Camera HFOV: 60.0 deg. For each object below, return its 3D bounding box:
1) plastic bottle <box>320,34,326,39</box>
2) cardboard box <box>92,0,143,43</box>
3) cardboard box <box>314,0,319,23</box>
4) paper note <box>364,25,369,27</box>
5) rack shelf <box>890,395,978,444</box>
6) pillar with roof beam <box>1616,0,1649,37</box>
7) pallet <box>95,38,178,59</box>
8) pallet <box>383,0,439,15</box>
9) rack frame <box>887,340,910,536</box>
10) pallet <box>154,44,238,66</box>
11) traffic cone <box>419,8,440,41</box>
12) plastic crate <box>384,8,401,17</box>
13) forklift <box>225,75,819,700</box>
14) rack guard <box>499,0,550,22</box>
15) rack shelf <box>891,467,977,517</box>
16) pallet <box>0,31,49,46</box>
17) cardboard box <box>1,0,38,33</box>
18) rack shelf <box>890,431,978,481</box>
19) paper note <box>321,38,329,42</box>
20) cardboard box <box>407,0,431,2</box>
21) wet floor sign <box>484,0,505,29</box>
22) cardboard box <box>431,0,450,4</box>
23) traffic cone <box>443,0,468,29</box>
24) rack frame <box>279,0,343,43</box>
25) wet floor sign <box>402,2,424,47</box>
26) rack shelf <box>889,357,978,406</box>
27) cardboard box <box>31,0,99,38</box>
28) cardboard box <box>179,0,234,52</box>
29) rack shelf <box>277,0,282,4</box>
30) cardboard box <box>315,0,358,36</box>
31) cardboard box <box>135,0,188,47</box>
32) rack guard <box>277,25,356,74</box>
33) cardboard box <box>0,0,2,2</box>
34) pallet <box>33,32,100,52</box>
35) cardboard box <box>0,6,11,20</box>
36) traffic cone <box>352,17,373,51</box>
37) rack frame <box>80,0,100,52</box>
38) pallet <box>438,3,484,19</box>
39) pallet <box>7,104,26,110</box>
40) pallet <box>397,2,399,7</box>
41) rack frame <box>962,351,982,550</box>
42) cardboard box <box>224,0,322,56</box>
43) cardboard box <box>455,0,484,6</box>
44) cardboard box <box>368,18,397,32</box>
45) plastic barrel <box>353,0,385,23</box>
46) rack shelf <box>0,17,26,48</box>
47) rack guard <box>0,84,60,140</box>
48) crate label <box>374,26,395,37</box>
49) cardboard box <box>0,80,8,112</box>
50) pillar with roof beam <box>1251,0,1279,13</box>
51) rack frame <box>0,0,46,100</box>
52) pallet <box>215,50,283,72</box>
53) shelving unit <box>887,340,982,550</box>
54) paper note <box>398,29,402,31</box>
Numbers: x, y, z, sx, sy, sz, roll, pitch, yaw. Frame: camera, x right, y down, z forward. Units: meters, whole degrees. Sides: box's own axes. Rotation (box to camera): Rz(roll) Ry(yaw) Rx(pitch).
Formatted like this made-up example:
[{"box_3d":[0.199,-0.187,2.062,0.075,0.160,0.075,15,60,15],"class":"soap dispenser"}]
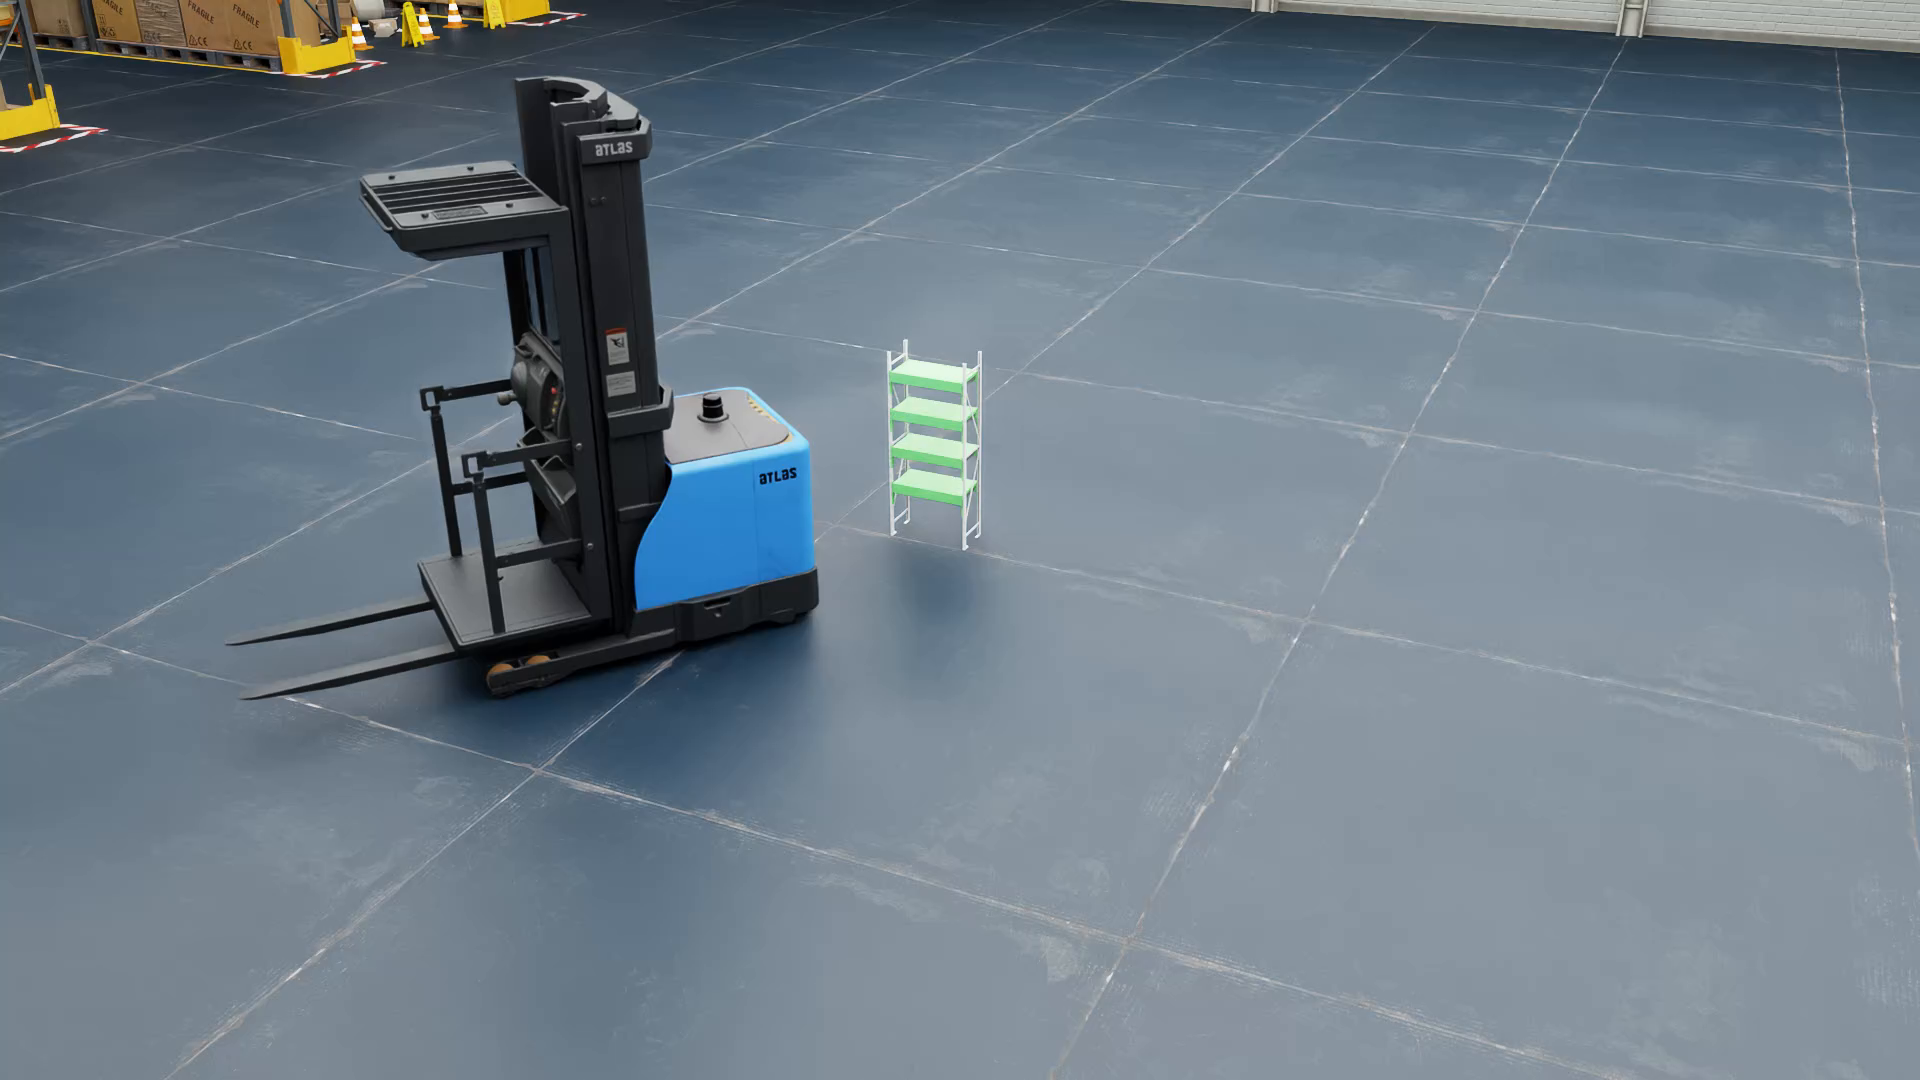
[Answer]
[{"box_3d":[-10.264,-8.027,26.485,0.283,0.061,0.133,2,26,4],"class":"plastic bottle"},{"box_3d":[-12.463,-8.085,25.206,0.875,0.875,0.875,12,29,23],"class":"cardboard box"},{"box_3d":[-10.909,-8.682,27.161,0.503,0.637,0.797,11,28,22],"class":"cardboard box"},{"box_3d":[-9.803,-8.521,27.536,0.142,0.019,0.148,23,35,39],"class":"paper note"},{"box_3d":[-0.151,-0.727,9.969,0.480,0.148,0.258,11,28,22],"class":"rack shelf"},{"box_3d":[8.986,-10.426,21.239,0.400,9.000,9.100,11,28,22],"class":"pillar with roof beam"},{"box_3d":[-12.346,-7.572,25.390,1.213,0.211,1.003,11,28,22],"class":"pallet"},{"box_3d":[-9.308,-9.420,29.144,1.213,0.211,1.003,11,28,22],"class":"pallet"},{"box_3d":[-0.373,-0.613,10.137,0.015,1.200,0.240,11,28,22],"class":"rack frame"},{"box_3d":[-11.232,-7.349,24.938,1.213,0.211,1.003,11,28,22],"class":"pallet"},{"box_3d":[-8.483,-8.184,26.348,0.334,0.463,0.336,11,28,22],"class":"traffic cone"},{"box_3d":[-9.959,-9.075,28.592,0.583,0.080,0.402,2,26,4],"class":"plastic crate"},{"box_3d":[-2.343,-0.771,8.498,3.031,2.935,1.130,-13,29,-24],"class":"forklift"},{"box_3d":[-7.477,-9.163,28.295,0.348,0.500,1.175,11,28,22],"class":"rack guard"},{"box_3d":[-0.151,-0.296,10.181,0.480,0.148,0.258,11,28,22],"class":"rack shelf"},{"box_3d":[-14.854,-8.075,26.413,1.213,0.211,1.003,11,28,22],"class":"pallet"},{"box_3d":[-14.485,-8.427,26.043,0.750,0.750,1.050,11,28,22],"class":"cardboard box"},{"box_3d":[-0.151,-0.511,10.075,0.480,0.148,0.258,11,28,22],"class":"rack shelf"},{"box_3d":[-10.052,-7.891,26.244,0.142,0.017,0.144,23,35,39],"class":"paper note"},{"box_3d":[-9.202,-9.456,28.698,0.500,0.250,0.500,10,28,20],"class":"cardboard box"},{"box_3d":[-7.678,-8.749,27.290,0.232,0.644,0.267,23,35,39],"class":"wet floor sign"},{"box_3d":[-8.723,-9.363,28.509,0.500,0.250,0.500,11,28,22],"class":"cardboard box"},{"box_3d":[-8.333,-8.692,27.381,0.334,0.463,0.336,11,28,22],"class":"traffic cone"},{"box_3d":[-9.365,-8.262,23.635,0.127,3.000,1.000,11,28,22],"class":"rack frame"},{"box_3d":[-8.519,-7.996,25.761,0.232,0.644,0.267,6,27,13],"class":"wet floor sign"},{"box_3d":[-0.151,-0.942,9.863,0.480,0.148,0.258,11,28,22],"class":"rack shelf"},{"box_3d":[-13.608,-8.250,25.681,0.750,0.750,1.050,11,28,22],"class":"cardboard box"},{"box_3d":[-10.811,-7.754,24.534,0.875,0.875,0.875,11,28,21],"class":"cardboard box"},{"box_3d":[-11.185,-8.305,24.536,4.000,0.370,1.077,11,28,22],"class":"rack shelf"},{"box_3d":[-10.055,-8.454,26.851,0.637,0.503,0.797,-7,27,-14],"class":"cardboard box"},{"box_3d":[-11.640,-7.922,24.874,0.875,0.875,0.875,12,28,22],"class":"cardboard box"},{"box_3d":[-9.343,-7.136,24.178,0.348,0.500,1.175,11,28,22],"class":"rack guard"},{"box_3d":[-11.999,-6.576,19.760,0.500,0.500,0.875,11,28,22],"class":"cardboard box"},{"box_3d":[-13.740,-7.853,25.961,1.213,0.211,1.003,11,28,22],"class":"pallet"},{"box_3d":[-11.671,-6.321,19.977,0.250,0.149,0.380,11,28,22],"class":"cardboard box"},{"box_3d":[-9.260,-7.792,25.552,0.334,0.463,0.336,11,28,22],"class":"traffic cone"},{"box_3d":[-13.006,-8.993,25.120,0.127,3.000,1.000,11,28,22],"class":"rack frame"},{"box_3d":[-8.202,-9.196,28.690,1.213,0.211,1.003,11,28,22],"class":"pallet"},{"box_3d":[-12.304,-5.211,20.596,1.213,0.211,1.003,11,28,22],"class":"pallet"},{"box_3d":[-10.423,-9.642,29.596,1.213,0.211,1.003,11,28,22],"class":"pallet"},{"box_3d":[0.071,-0.524,9.956,0.015,1.200,0.240,11,28,22],"class":"rack frame"},{"box_3d":[-10.010,-7.594,24.209,0.875,0.875,0.875,12,28,22],"class":"cardboard box"},{"box_3d":[-8.277,-9.269,28.319,0.500,0.250,0.500,11,28,22],"class":"cardboard box"},{"box_3d":[-9.436,-8.419,27.181,0.380,0.149,0.250,-18,31,-31],"class":"cardboard box"},{"box_3d":[-9.915,-8.884,27.814,0.512,0.421,0.421,-12,29,-23],"class":"plastic barrel"},{"box_3d":[-13.331,-6.329,20.523,4.000,0.370,1.077,11,28,22],"class":"rack shelf"},{"box_3d":[-11.579,-5.178,20.202,0.348,0.500,1.175,11,28,22],"class":"rack guard"},{"box_3d":[-9.225,-8.157,26.662,0.298,0.136,0.250,-2,26,-5],"class":"crate label"},{"box_3d":[-12.071,-5.474,20.326,0.500,0.500,0.500,17,31,31],"class":"cardboard box"},{"box_3d":[3.524,-11.523,23.467,0.400,9.000,9.100,11,28,22],"class":"pillar with roof beam"},{"box_3d":[-11.510,-6.286,19.621,0.127,3.000,1.000,11,28,22],"class":"rack frame"},{"box_3d":[-10.125,-7.125,24.484,1.213,0.211,1.003,11,28,22],"class":"pallet"},{"box_3d":[-0.151,-0.569,10.046,0.503,1.200,0.258,11,28,22],"class":"shelving unit"},{"box_3d":[-9.092,-8.311,27.096,0.142,0.019,0.148,2,26,4],"class":"paper note"}]
